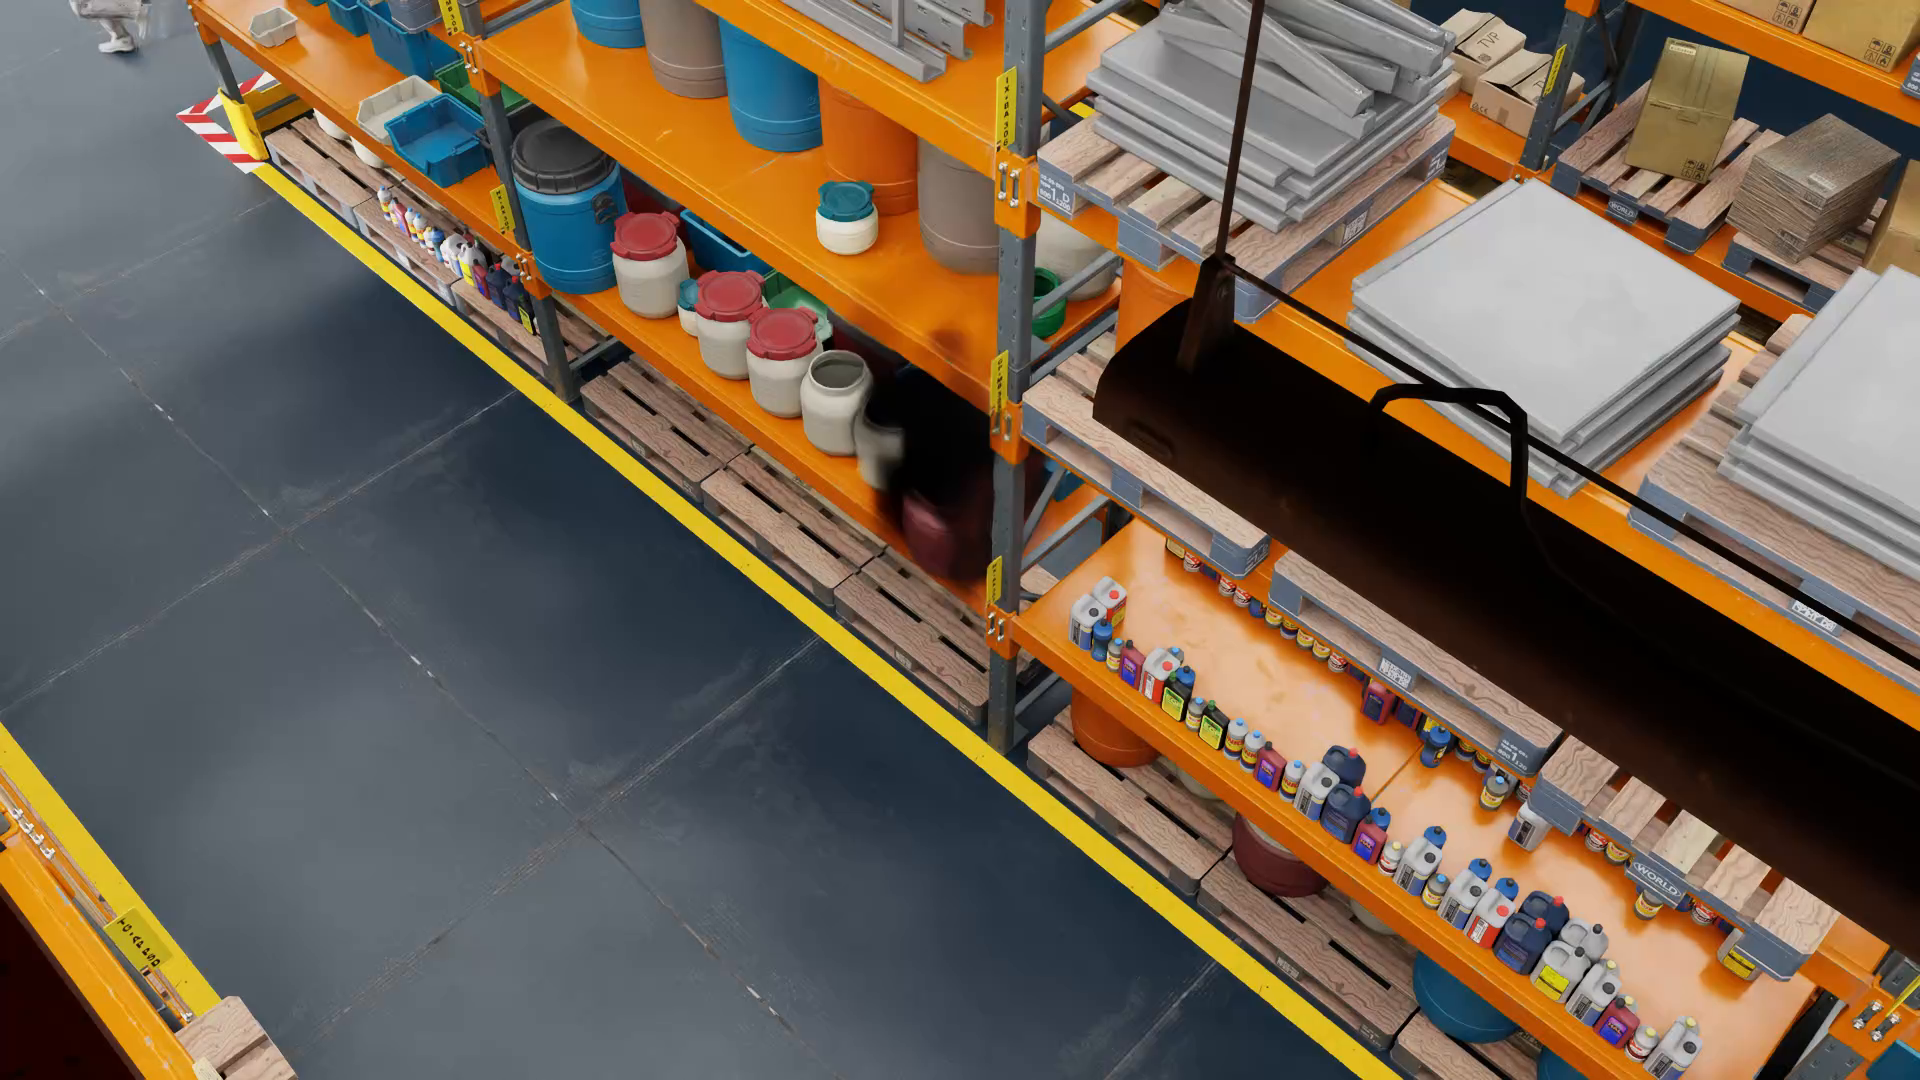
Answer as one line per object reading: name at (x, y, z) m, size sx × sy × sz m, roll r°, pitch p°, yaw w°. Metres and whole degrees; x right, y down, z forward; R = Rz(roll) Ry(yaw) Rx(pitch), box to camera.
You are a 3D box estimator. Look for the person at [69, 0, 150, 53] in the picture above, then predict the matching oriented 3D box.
person at (-6.877, -4.638, 13.167) m, size 0.584 × 1.725 × 0.748 m, roll -11°, pitch 51°, yaw -9°
